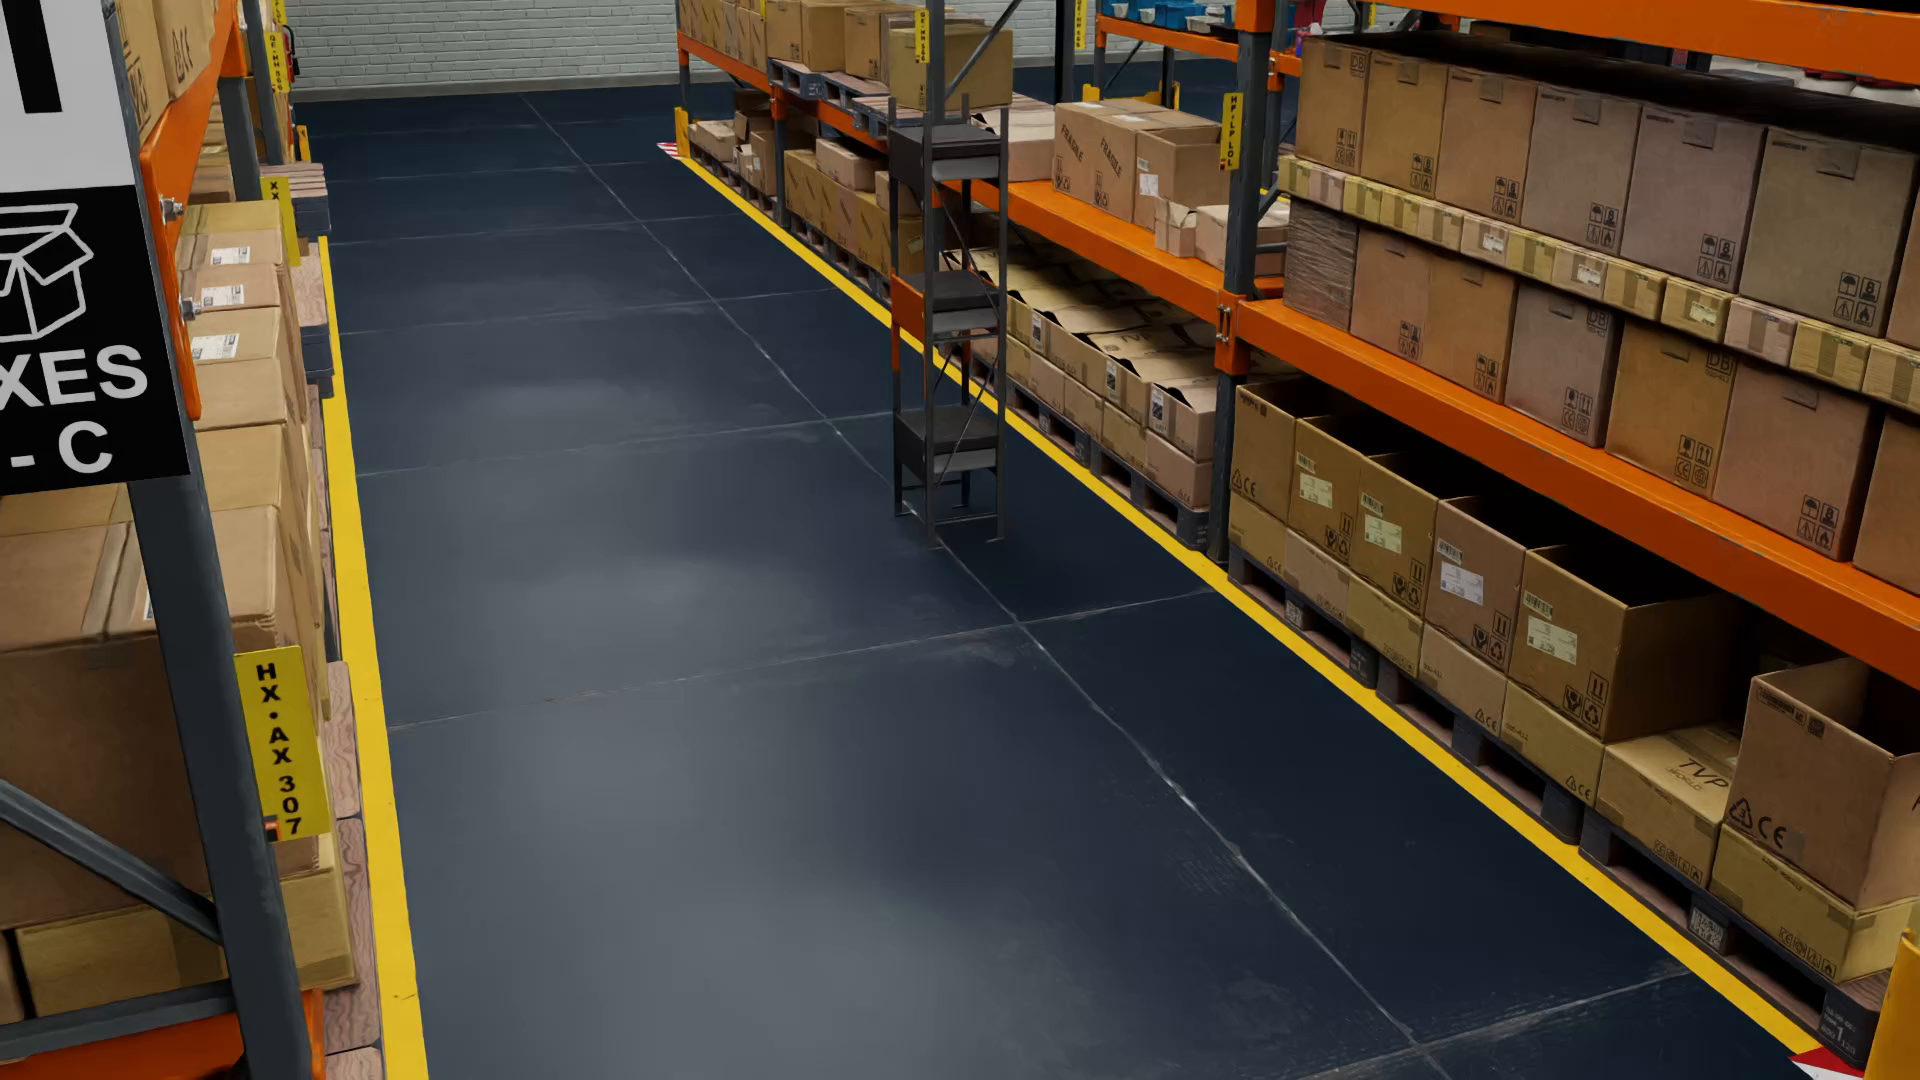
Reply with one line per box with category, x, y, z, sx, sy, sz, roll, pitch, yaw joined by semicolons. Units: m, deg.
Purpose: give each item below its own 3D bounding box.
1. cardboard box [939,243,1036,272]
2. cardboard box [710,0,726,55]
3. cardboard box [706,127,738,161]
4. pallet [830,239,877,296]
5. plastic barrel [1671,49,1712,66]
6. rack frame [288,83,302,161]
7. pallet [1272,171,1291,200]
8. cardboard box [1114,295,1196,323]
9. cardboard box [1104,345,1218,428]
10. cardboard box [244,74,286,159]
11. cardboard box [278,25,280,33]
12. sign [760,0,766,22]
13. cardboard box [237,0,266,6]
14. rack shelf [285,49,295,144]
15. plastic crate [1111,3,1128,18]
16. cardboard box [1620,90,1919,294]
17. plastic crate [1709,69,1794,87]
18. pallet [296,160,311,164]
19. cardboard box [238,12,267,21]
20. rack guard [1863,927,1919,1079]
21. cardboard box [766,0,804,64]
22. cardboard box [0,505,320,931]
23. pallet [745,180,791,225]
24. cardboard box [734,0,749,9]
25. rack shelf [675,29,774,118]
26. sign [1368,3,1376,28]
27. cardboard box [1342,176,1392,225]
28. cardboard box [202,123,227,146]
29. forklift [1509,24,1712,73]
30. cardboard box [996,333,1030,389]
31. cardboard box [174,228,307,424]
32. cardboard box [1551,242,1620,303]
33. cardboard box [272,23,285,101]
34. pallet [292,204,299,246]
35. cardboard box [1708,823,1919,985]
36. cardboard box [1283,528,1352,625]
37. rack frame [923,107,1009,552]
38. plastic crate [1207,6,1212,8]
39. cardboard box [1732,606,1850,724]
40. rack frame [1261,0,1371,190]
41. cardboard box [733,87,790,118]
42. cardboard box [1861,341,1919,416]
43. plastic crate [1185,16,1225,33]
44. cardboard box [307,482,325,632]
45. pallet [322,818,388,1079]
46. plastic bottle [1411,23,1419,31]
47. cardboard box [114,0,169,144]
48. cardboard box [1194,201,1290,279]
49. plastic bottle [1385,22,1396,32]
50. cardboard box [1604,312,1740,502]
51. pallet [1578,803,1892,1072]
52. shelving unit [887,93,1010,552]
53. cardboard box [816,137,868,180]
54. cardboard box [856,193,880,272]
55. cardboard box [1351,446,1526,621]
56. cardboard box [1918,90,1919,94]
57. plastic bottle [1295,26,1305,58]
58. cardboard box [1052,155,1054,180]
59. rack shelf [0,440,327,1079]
cardboard box;0.178;-1.755;10.829;0.500;0.311;0.500;-7;24;-17
cardboard box;-2.111;-5.005;16.133;0.500;0.500;0.500;-8;24;-18
cardboard box;-2.278;-4.043;16.954;0.500;0.250;0.500;-8;24;-19
pallet;-0.388;-2.234;13.280;1.003;0.211;1.213;-8;24;-19
plastic barrel;5.350;-3.414;12.314;0.600;0.536;0.708;-8;24;-19
rack frame;-7.191;-5.026;16.313;1.000;3.000;0.127;-8;24;-19
pallet;3.724;-3.361;15.953;1.003;0.211;1.213;-8;24;-19
cardboard box;1.224;-1.275;9.690;0.500;0.311;0.500;-8;24;-18
cardboard box;1.080;-0.828;8.630;0.500;0.311;0.500;-8;24;-18
cardboard box;-4.297;-2.523;9.837;0.500;0.500;0.500;-8;24;-17
cardboard box;-6.207;-4.176;13.911;0.980;0.700;0.700;-9;24;-20
sign;-1.650;-4.576;14.129;0.100;0.325;0.005;-8;24;-19
cardboard box;-4.841;-3.419;10.996;0.500;0.250;0.500;-9;24;-20
rack shelf;-6.485;-3.968;14.729;1.077;0.370;4.000;-8;24;-19
plastic crate;1.892;-6.029;18.954;0.250;0.136;0.298;-8;24;-19
cardboard box;2.553;-1.102;5.202;0.700;0.500;0.500;-8;24;-19
plastic crate;5.188;-2.879;11.136;0.402;0.464;0.583;-8;24;-19
pallet;-6.836;-3.461;16.191;1.003;0.211;1.213;-8;24;-19
cardboard box;-4.475;-3.053;10.128;0.500;0.250;0.500;-9;24;-20
rack guard;3.102;1.267;4.600;1.175;0.500;0.348;-8;24;-19
cardboard box;-1.187;-4.291;13.898;0.700;0.500;0.500;-18;29;-36
cardboard box;-1.427;0.287;2.909;0.500;0.500;0.500;-8;24;-19
pallet;-1.387;-3.218;15.615;1.003;0.211;1.213;-8;24;-19
cardboard box;-1.750;-5.095;15.059;0.500;0.500;0.500;-9;24;-20
rack shelf;-1.852;-4.649;16.344;1.077;0.370;4.000;-8;24;-19
sign;4.005;-5.134;16.214;0.100;0.325;0.005;-8;24;-19
cardboard box;1.776;-1.383;6.706;0.380;0.149;0.250;-9;24;-20
cardboard box;-3.553;-1.543;7.355;0.700;0.500;0.500;-5;23;-12
forklift;3.894;-2.146;9.567;3.031;2.935;1.130;-12;25;-25
cardboard box;0.546;-1.126;10.058;0.500;0.250;0.500;-9;24;-20
cardboard box;-2.314;-0.642;5.112;0.500;0.500;0.500;-8;24;-19
cardboard box;2.231;-0.915;5.594;0.380;0.149;0.250;-9;24;-20
cardboard box;-5.190;-3.448;12.031;0.500;0.500;0.500;-8;24;-19
pallet;-3.628;-1.317;7.761;1.003;0.211;1.213;-8;24;-19
cardboard box;2.628;1.026;4.954;0.500;0.250;0.500;-8;24;-19
cardboard box;1.733;0.119;7.105;0.500;0.250;0.500;-8;24;-19
rack frame;0.028;-0.939;7.775;0.400;2.100;0.015;-8;24;-19
plastic crate;2.623;-5.913;18.679;0.396;0.136;0.243;-8;24;-19
cardboard box;2.934;0.428;5.408;0.500;0.500;0.500;-8;24;-19
rack frame;3.490;-4.932;16.090;1.000;3.000;0.127;-8;24;-19
cardboard box;-2.136;-4.594;17.940;0.500;0.500;0.500;-8;24;-19
cardboard box;2.687;-0.446;4.483;0.380;0.149;0.250;-8;24;-18
plastic crate;2.594;-5.430;17.533;0.293;0.136;0.466;-8;24;-19
cardboard box;-1.962;0.070;4.390;0.500;0.250;0.500;-8;24;-19
pallet;-2.247;1.302;4.889;1.003;0.211;1.213;-8;24;-19
plastic bottle;4.186;-4.553;15.254;0.144;0.351;0.185;-8;24;-19
cardboard box;-1.423;-0.806;2.284;0.500;0.500;0.500;-8;24;-18
cardboard box;1.466;-1.451;8.023;0.500;0.250;0.500;-7;24;-16
plastic bottle;3.986;-4.601;15.367;0.144;0.351;0.185;-8;24;-19
cardboard box;2.581;-0.482;5.404;0.700;0.500;0.500;-8;24;-19
pallet;2.785;1.119;5.323;1.003;0.211;1.213;-8;24;-19
shelving unit;-0.058;-1.028;7.985;0.431;2.100;0.503;-8;24;-19
cardboard box;-0.849;-3.078;13.377;0.500;0.250;0.500;-8;24;-19
cardboard box;-0.465;-2.347;12.608;0.500;0.500;0.500;-9;25;-21
cardboard box;1.905;-0.044;6.527;0.500;0.500;0.500;-8;24;-19
cardboard box;9.312;-3.626;15.187;1.225;0.875;0.875;-10;25;-21
plastic bottle;3.220;-4.687;15.658;0.061;0.283;0.133;-8;24;-19
cardboard box;0.771;-2.229;10.000;0.380;0.149;0.250;-7;24;-15
rack shelf;-2.246;0.392;4.384;1.077;0.370;4.000;-8;24;-19
